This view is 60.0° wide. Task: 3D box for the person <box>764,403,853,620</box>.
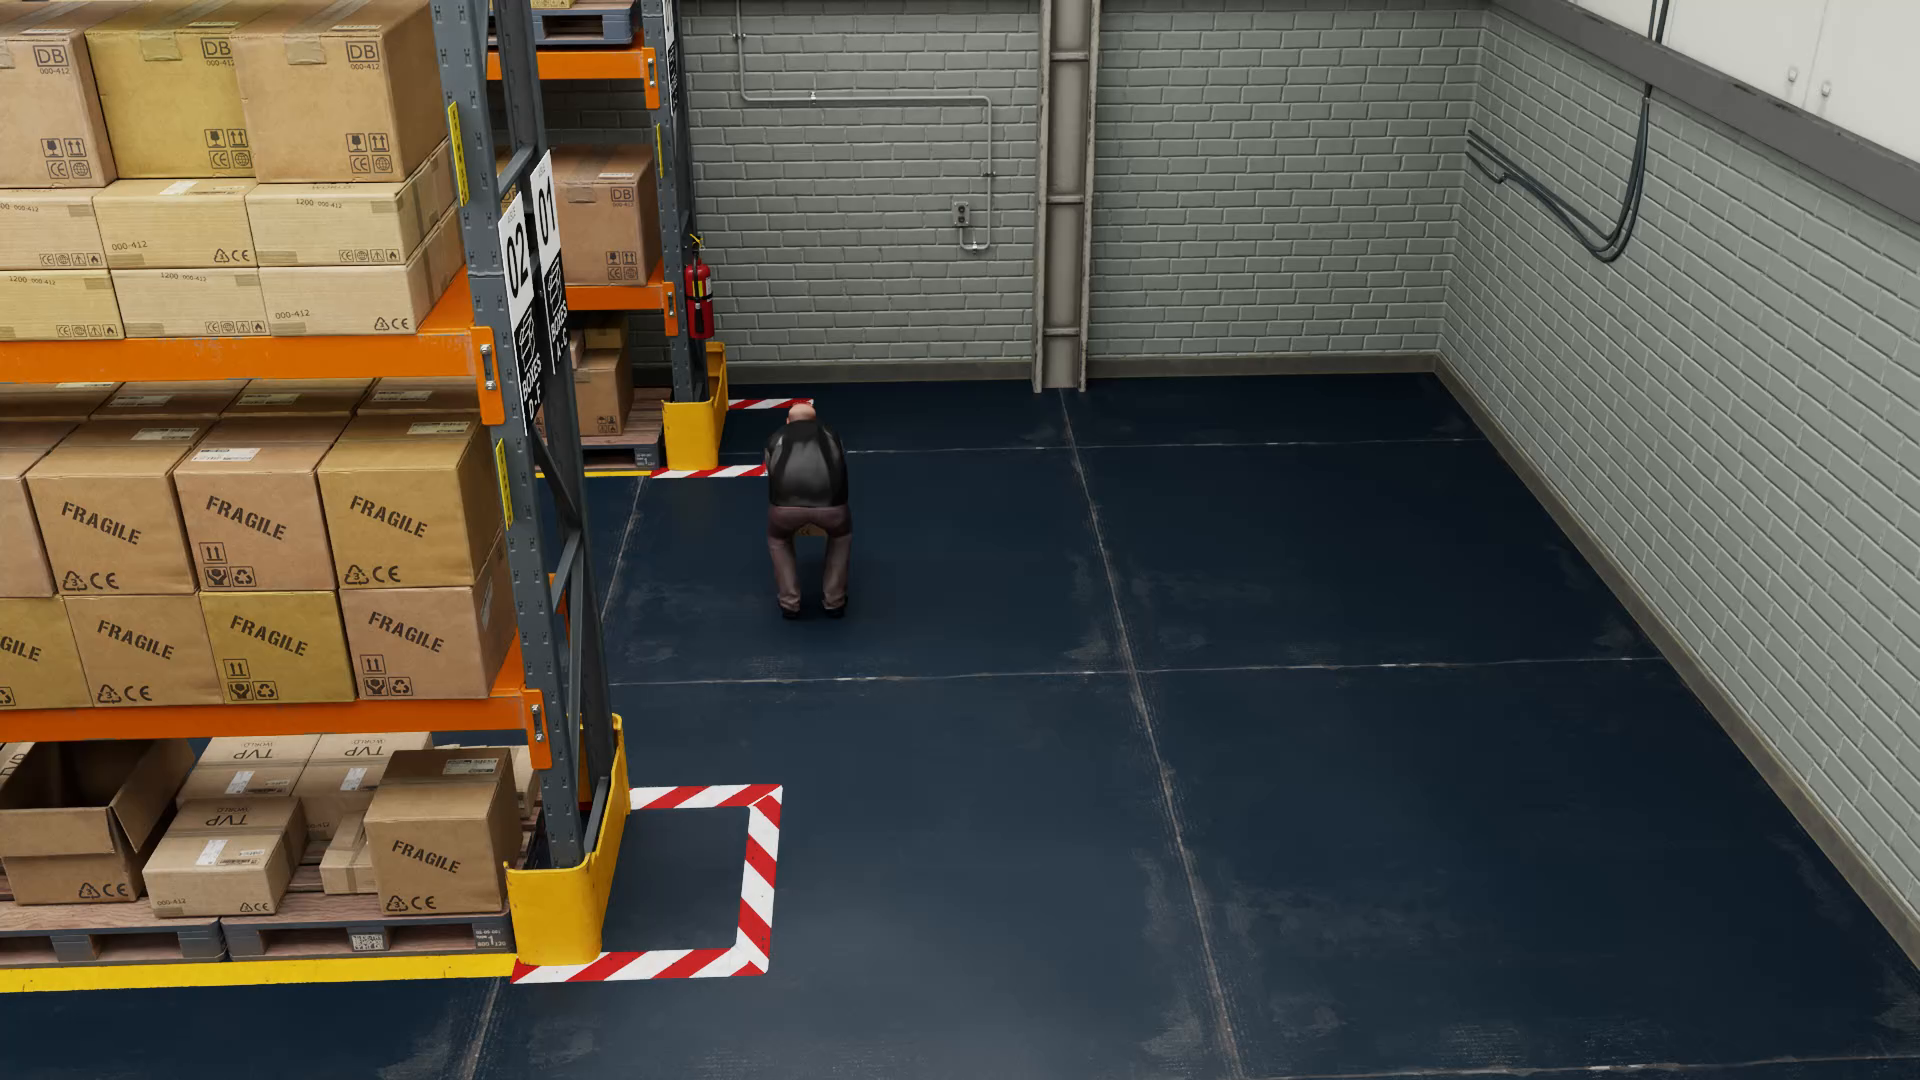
[{"bbox_3d":[-0.879,-0.162,9.659,0.502,1.078,0.949,-3,27,-5],"label":"person"}]
